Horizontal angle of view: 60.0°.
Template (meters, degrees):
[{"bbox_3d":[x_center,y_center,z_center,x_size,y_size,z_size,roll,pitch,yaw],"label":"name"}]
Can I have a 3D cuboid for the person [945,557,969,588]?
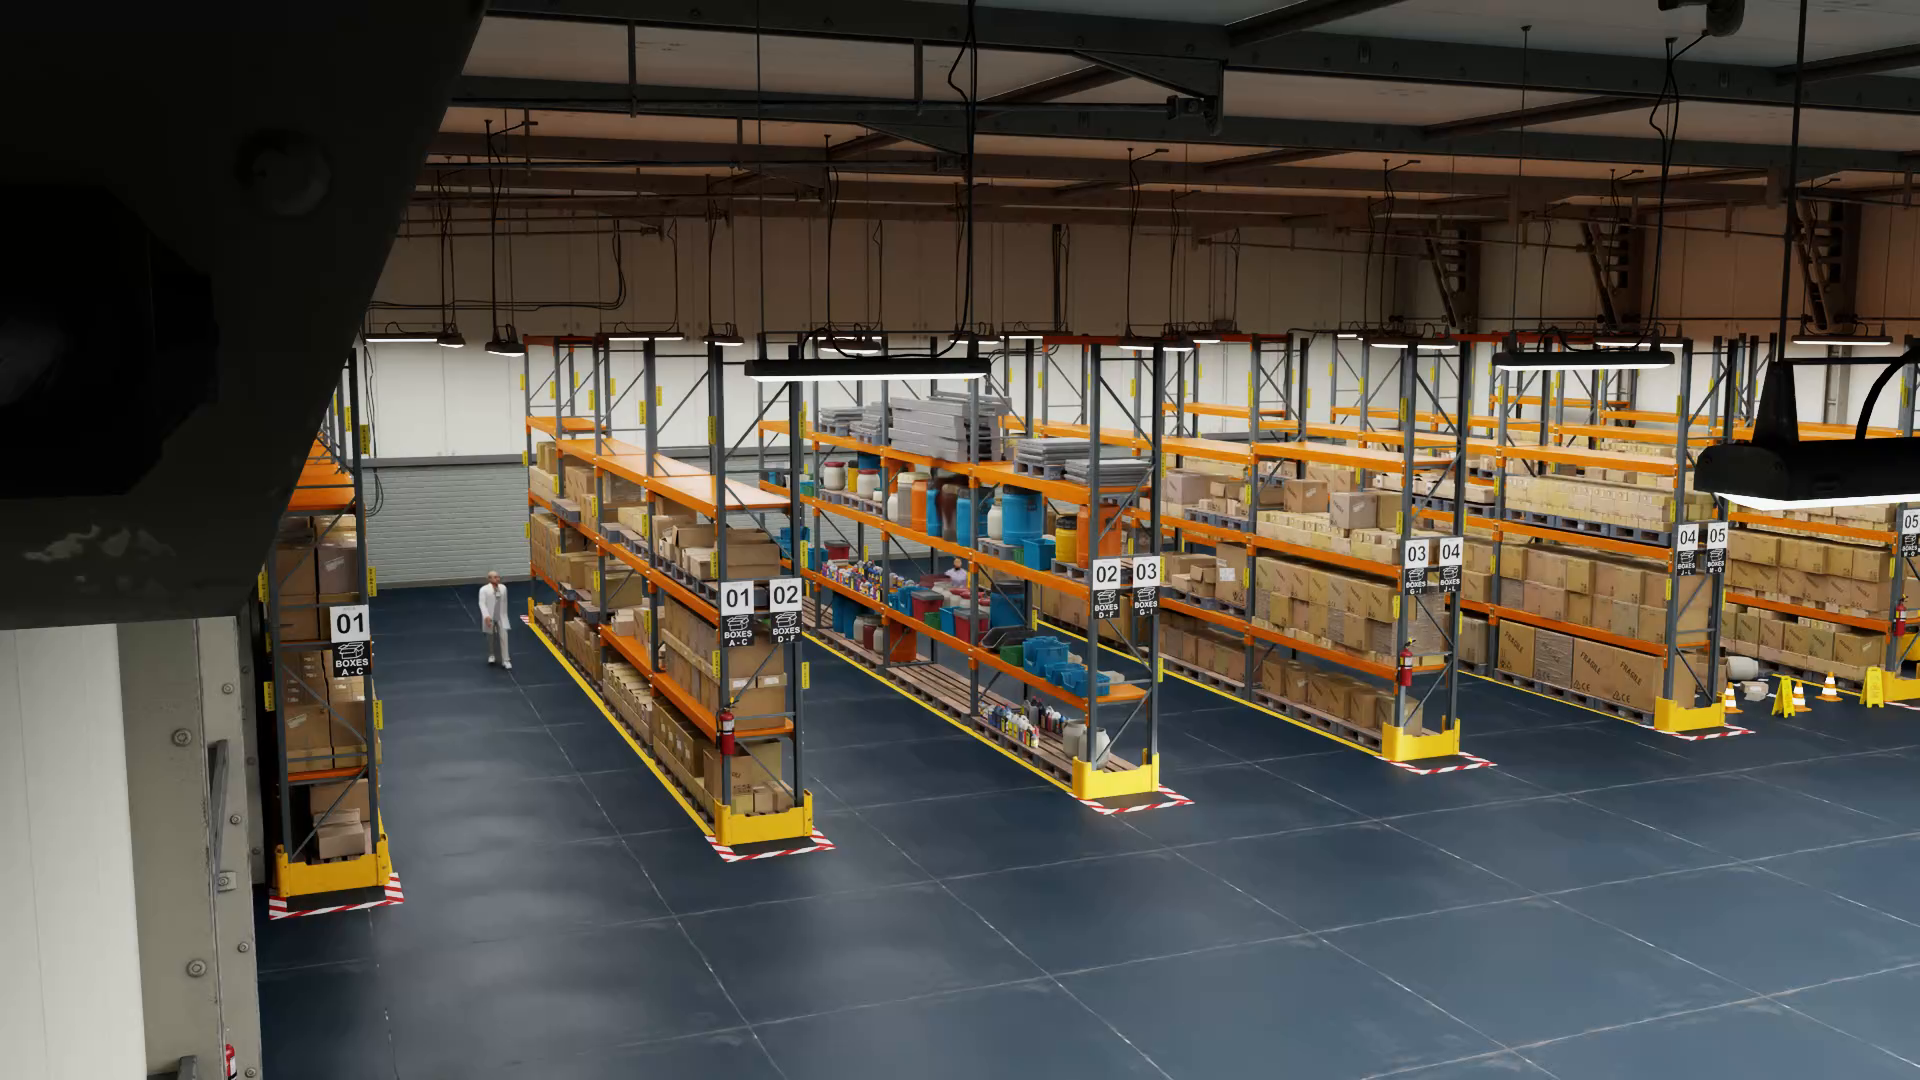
[{"bbox_3d":[-0.054,1.128,33.217,0.591,1.609,0.927,-2,8,-17],"label":"person"}]

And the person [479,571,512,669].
[{"bbox_3d":[-8.472,1.429,30.290,0.545,1.728,1.048,-3,8,-23],"label":"person"}]

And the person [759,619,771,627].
[{"bbox_3d":[-3.240,1.346,28.910,0.624,1.732,1.040,-4,8,-25],"label":"person"}]
